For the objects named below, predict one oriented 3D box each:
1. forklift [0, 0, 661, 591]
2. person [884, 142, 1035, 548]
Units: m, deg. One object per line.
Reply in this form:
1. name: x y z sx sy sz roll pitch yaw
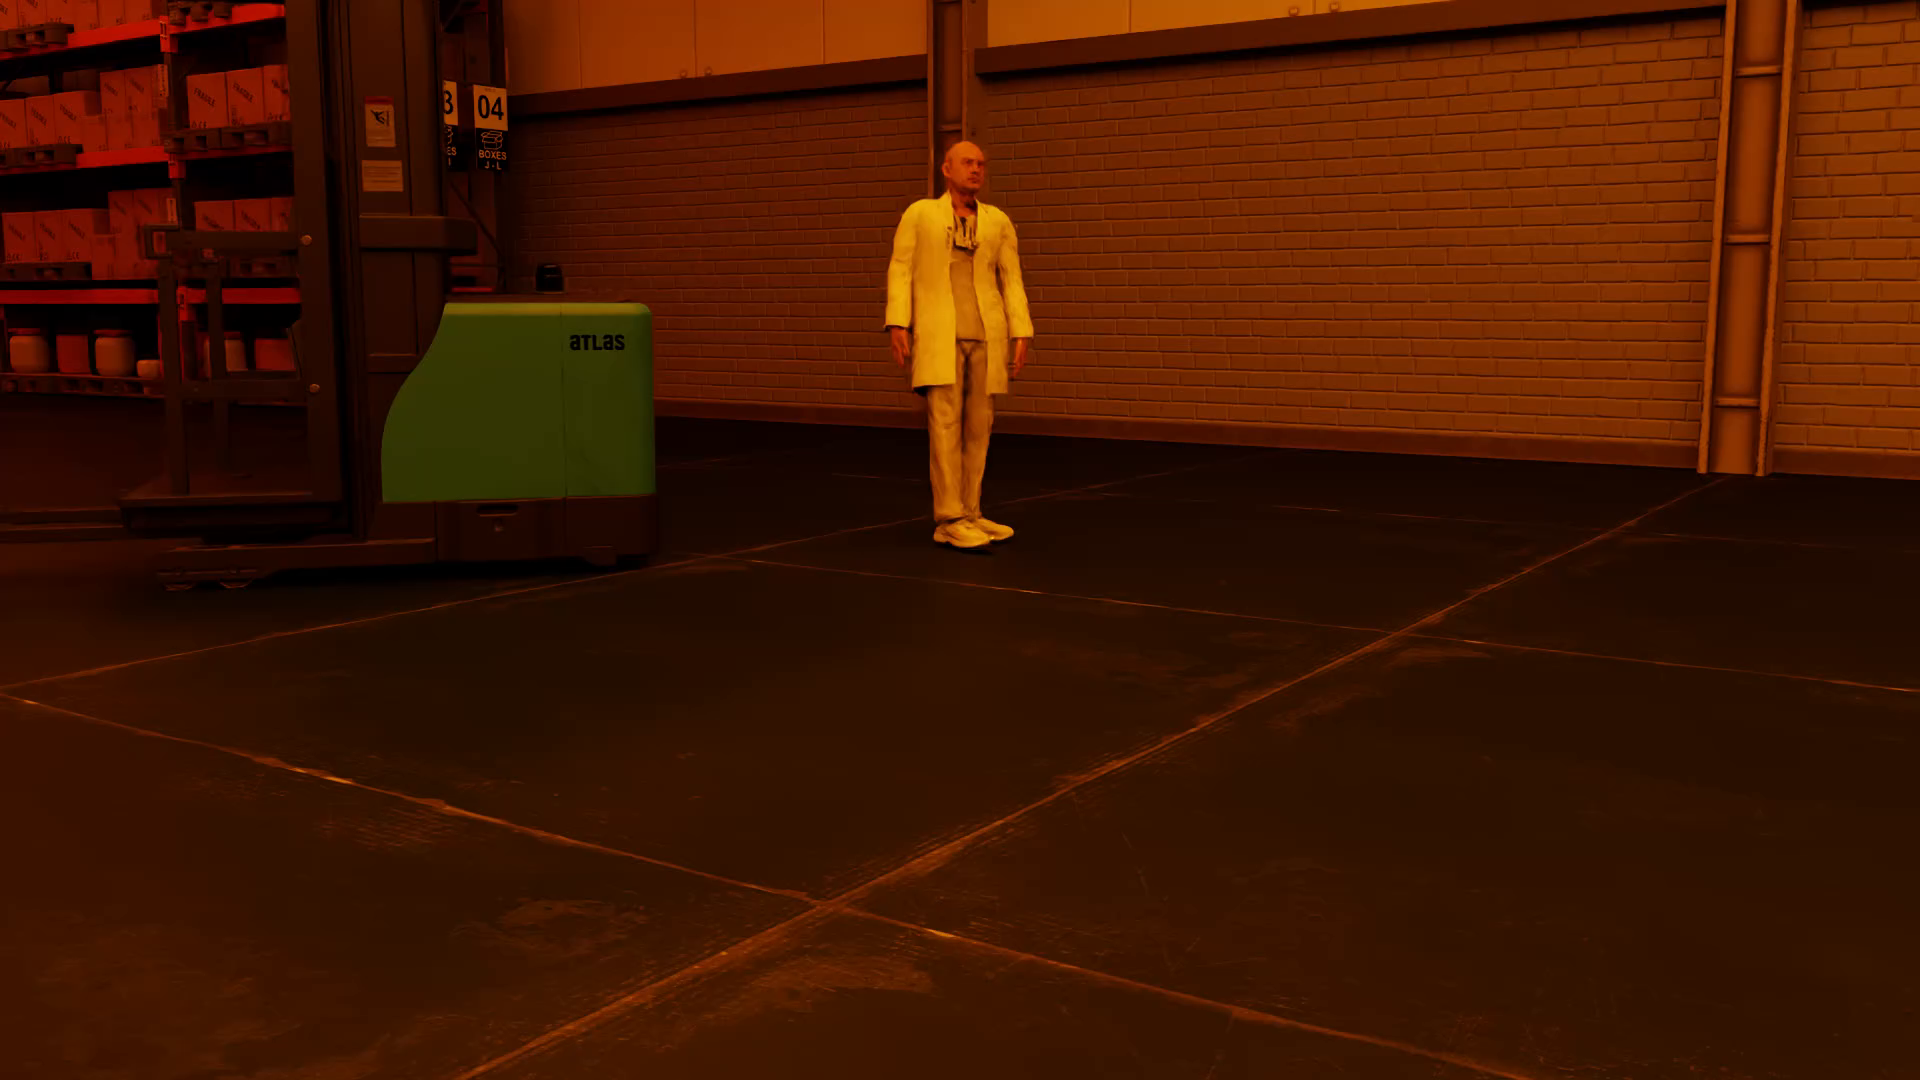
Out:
1. forklift: -2.795 -1.341 6.626 3.031 2.935 1.130 -2 8 -15
2. person: 0.033 -0.866 7.337 0.693 1.777 0.672 -2 8 -15
